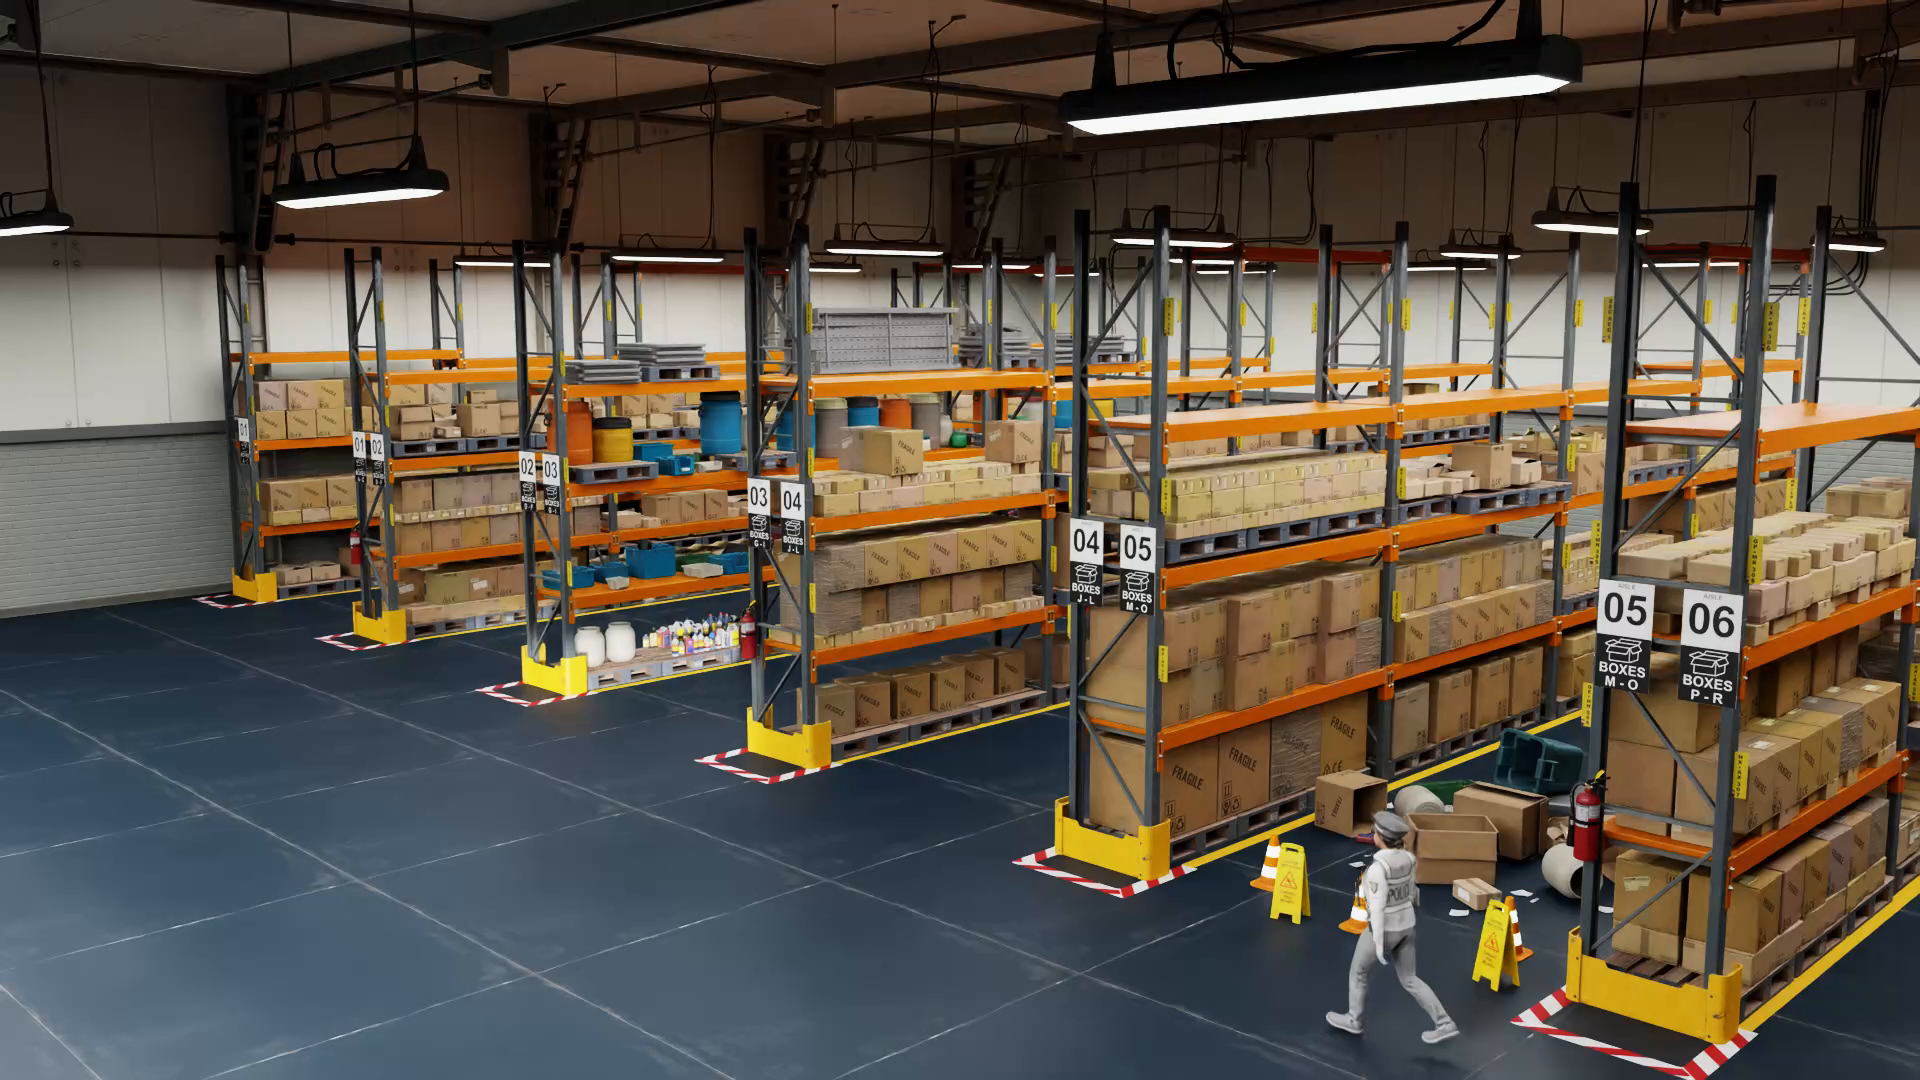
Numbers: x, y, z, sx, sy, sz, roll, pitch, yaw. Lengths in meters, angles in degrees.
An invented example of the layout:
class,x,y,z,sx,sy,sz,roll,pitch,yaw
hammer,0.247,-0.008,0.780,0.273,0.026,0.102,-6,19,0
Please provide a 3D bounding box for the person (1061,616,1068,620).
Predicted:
class,x,y,z,sx,sy,sz,roll,pitch,yaw
person,1.943,0.523,25.952,1.034,1.429,0.552,-4,9,-27

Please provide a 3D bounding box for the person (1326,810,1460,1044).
class,x,y,z,sx,sy,sz,roll,pitch,yaw
person,3.019,2.716,11.587,0.486,1.637,0.970,-7,11,-42
